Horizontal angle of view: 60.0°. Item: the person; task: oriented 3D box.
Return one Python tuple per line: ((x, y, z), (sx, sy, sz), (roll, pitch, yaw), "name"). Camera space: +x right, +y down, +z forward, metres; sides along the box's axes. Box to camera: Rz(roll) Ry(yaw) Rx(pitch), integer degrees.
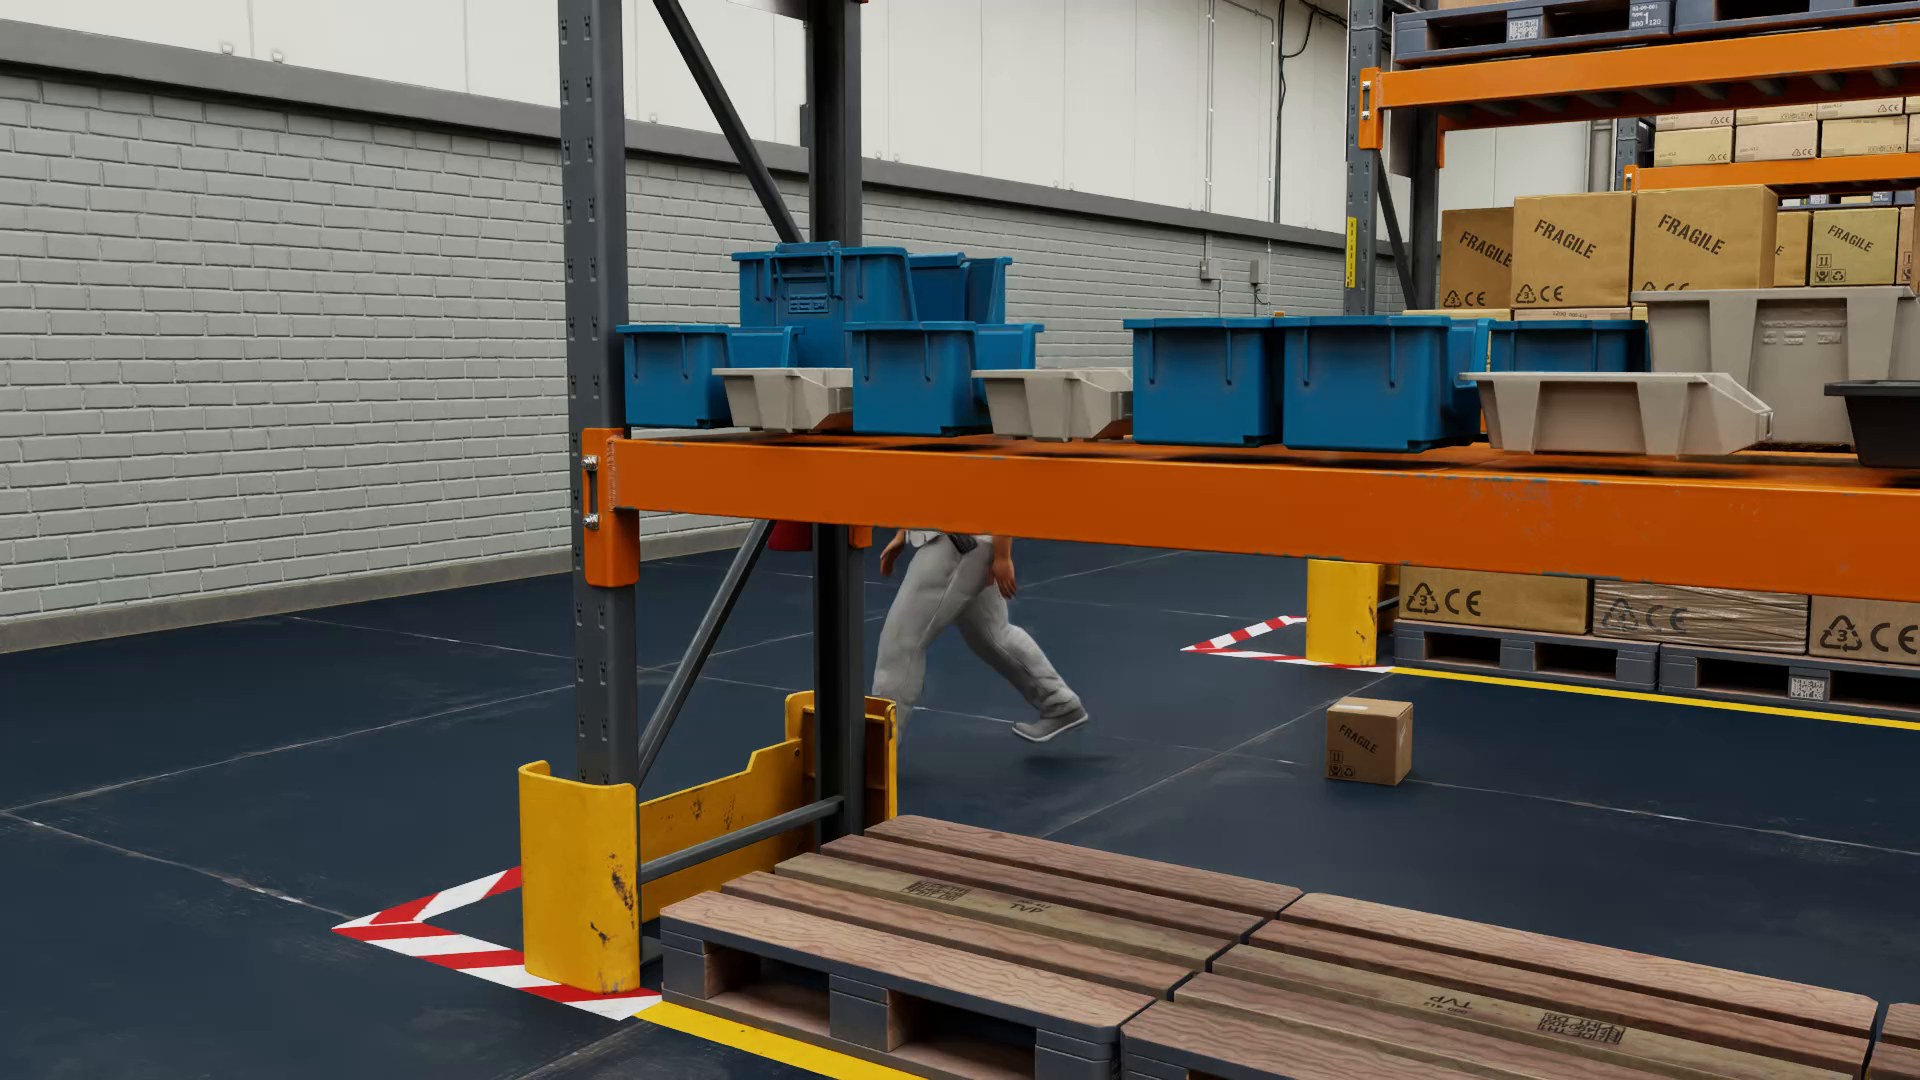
((-0.020, 0.015, 5.935), (1.065, 1.611, 0.481), (-1, 7, -12), "person")
